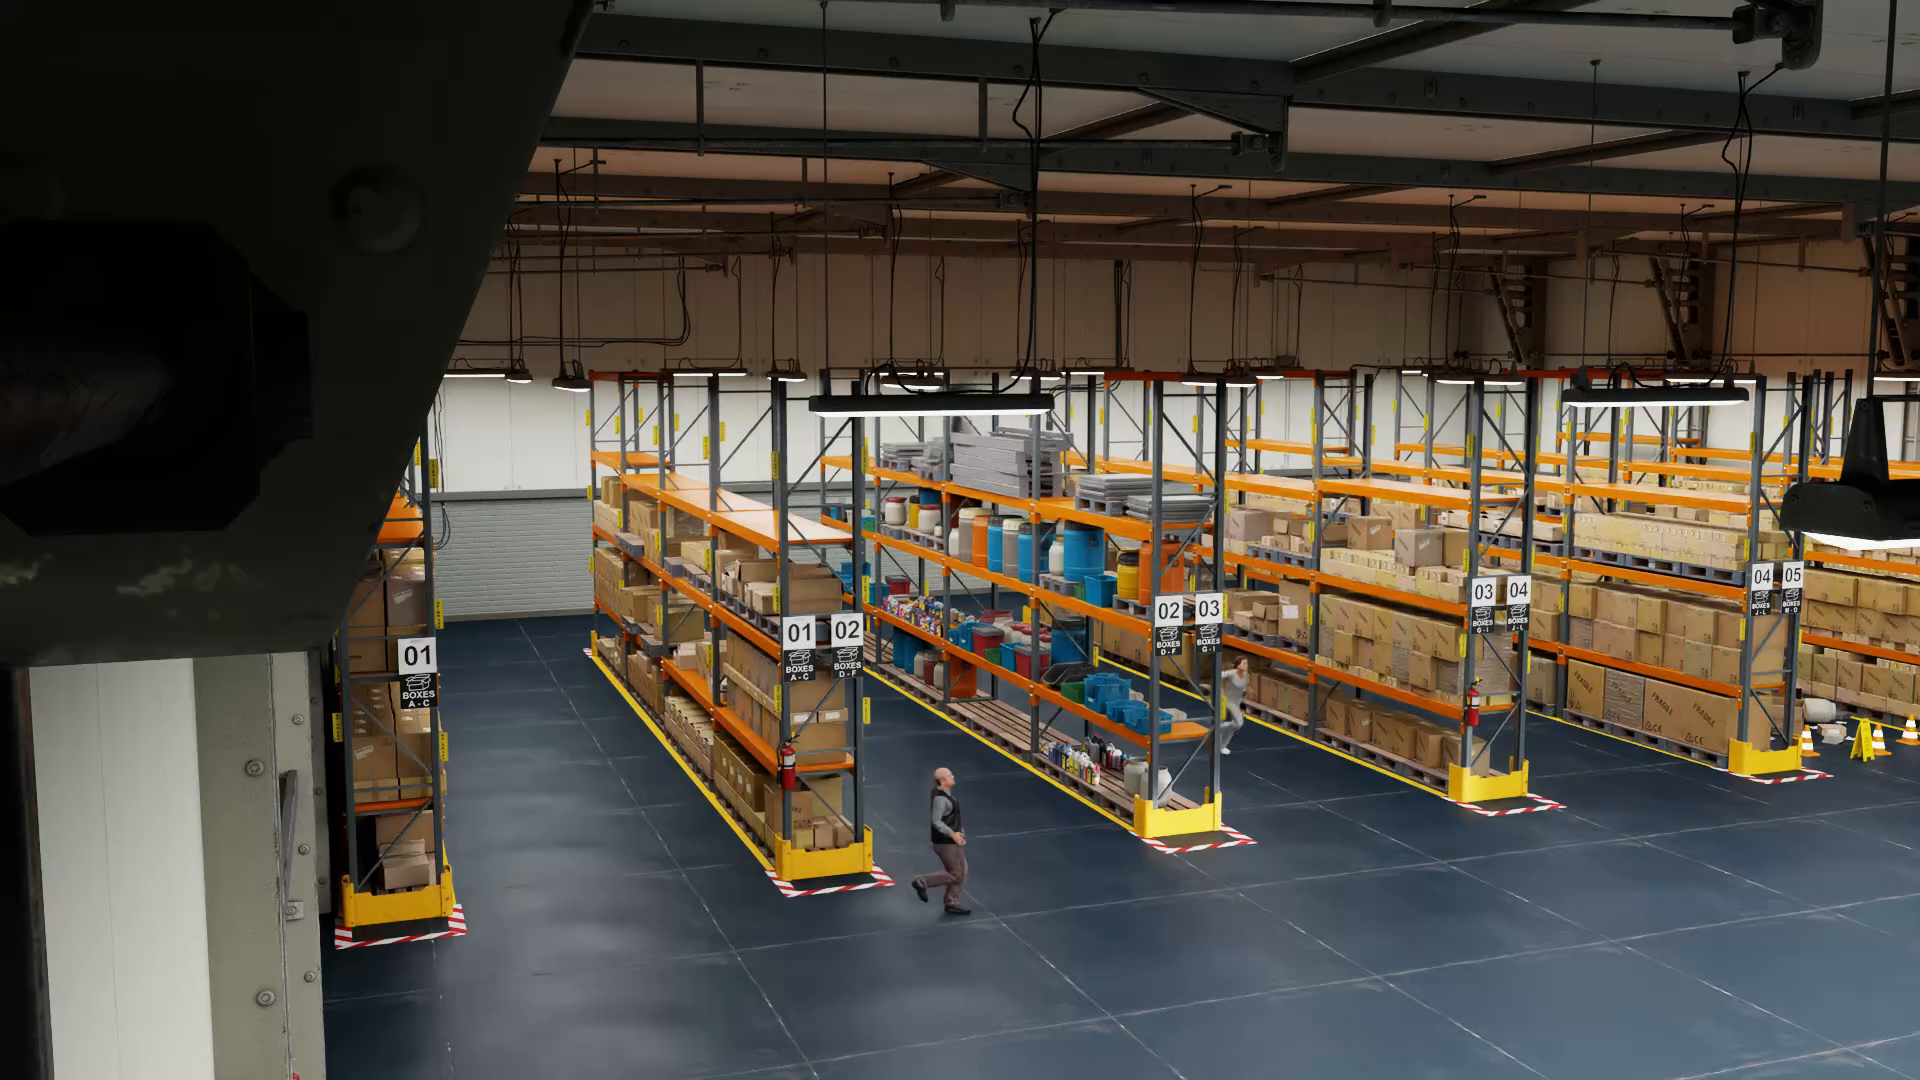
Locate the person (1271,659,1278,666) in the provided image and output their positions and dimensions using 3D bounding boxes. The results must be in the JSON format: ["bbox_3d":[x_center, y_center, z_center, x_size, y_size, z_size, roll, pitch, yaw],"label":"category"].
[{"bbox_3d":[6.032,1.922,32.188,0.693,1.689,0.781,-2,7,-17],"label":"person"}]

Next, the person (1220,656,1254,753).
[{"bbox_3d":[4.343,2.609,26.335,0.552,1.594,0.695,-6,9,-42],"label":"person"}]

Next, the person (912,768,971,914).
[{"bbox_3d":[-0.210,3.408,18.849,0.665,1.691,0.660,0,6,2],"label":"person"}]
